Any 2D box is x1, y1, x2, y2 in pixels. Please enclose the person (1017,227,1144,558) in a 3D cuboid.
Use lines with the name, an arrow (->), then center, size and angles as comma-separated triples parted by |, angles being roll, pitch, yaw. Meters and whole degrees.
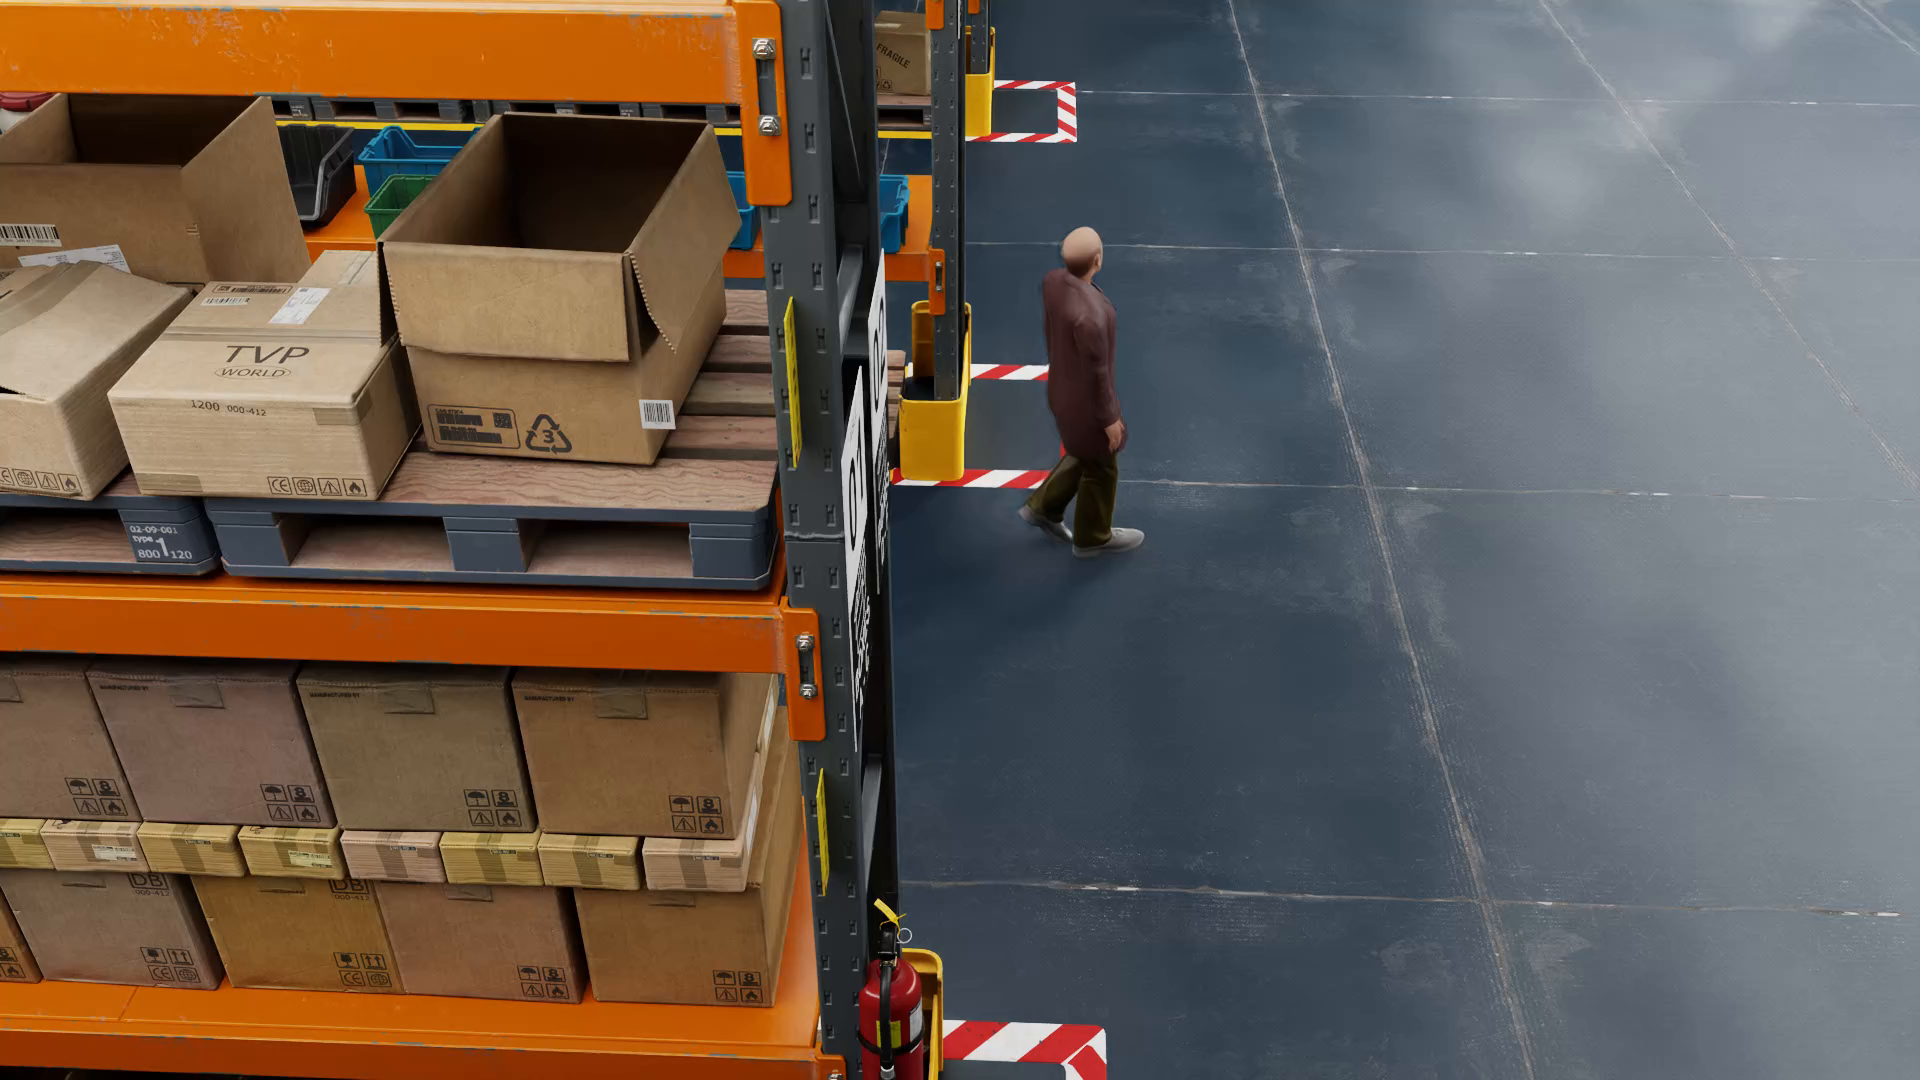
person -> 0.614, -0.684, 8.072 | 0.625, 1.792, 0.599 | -8, 36, -12
